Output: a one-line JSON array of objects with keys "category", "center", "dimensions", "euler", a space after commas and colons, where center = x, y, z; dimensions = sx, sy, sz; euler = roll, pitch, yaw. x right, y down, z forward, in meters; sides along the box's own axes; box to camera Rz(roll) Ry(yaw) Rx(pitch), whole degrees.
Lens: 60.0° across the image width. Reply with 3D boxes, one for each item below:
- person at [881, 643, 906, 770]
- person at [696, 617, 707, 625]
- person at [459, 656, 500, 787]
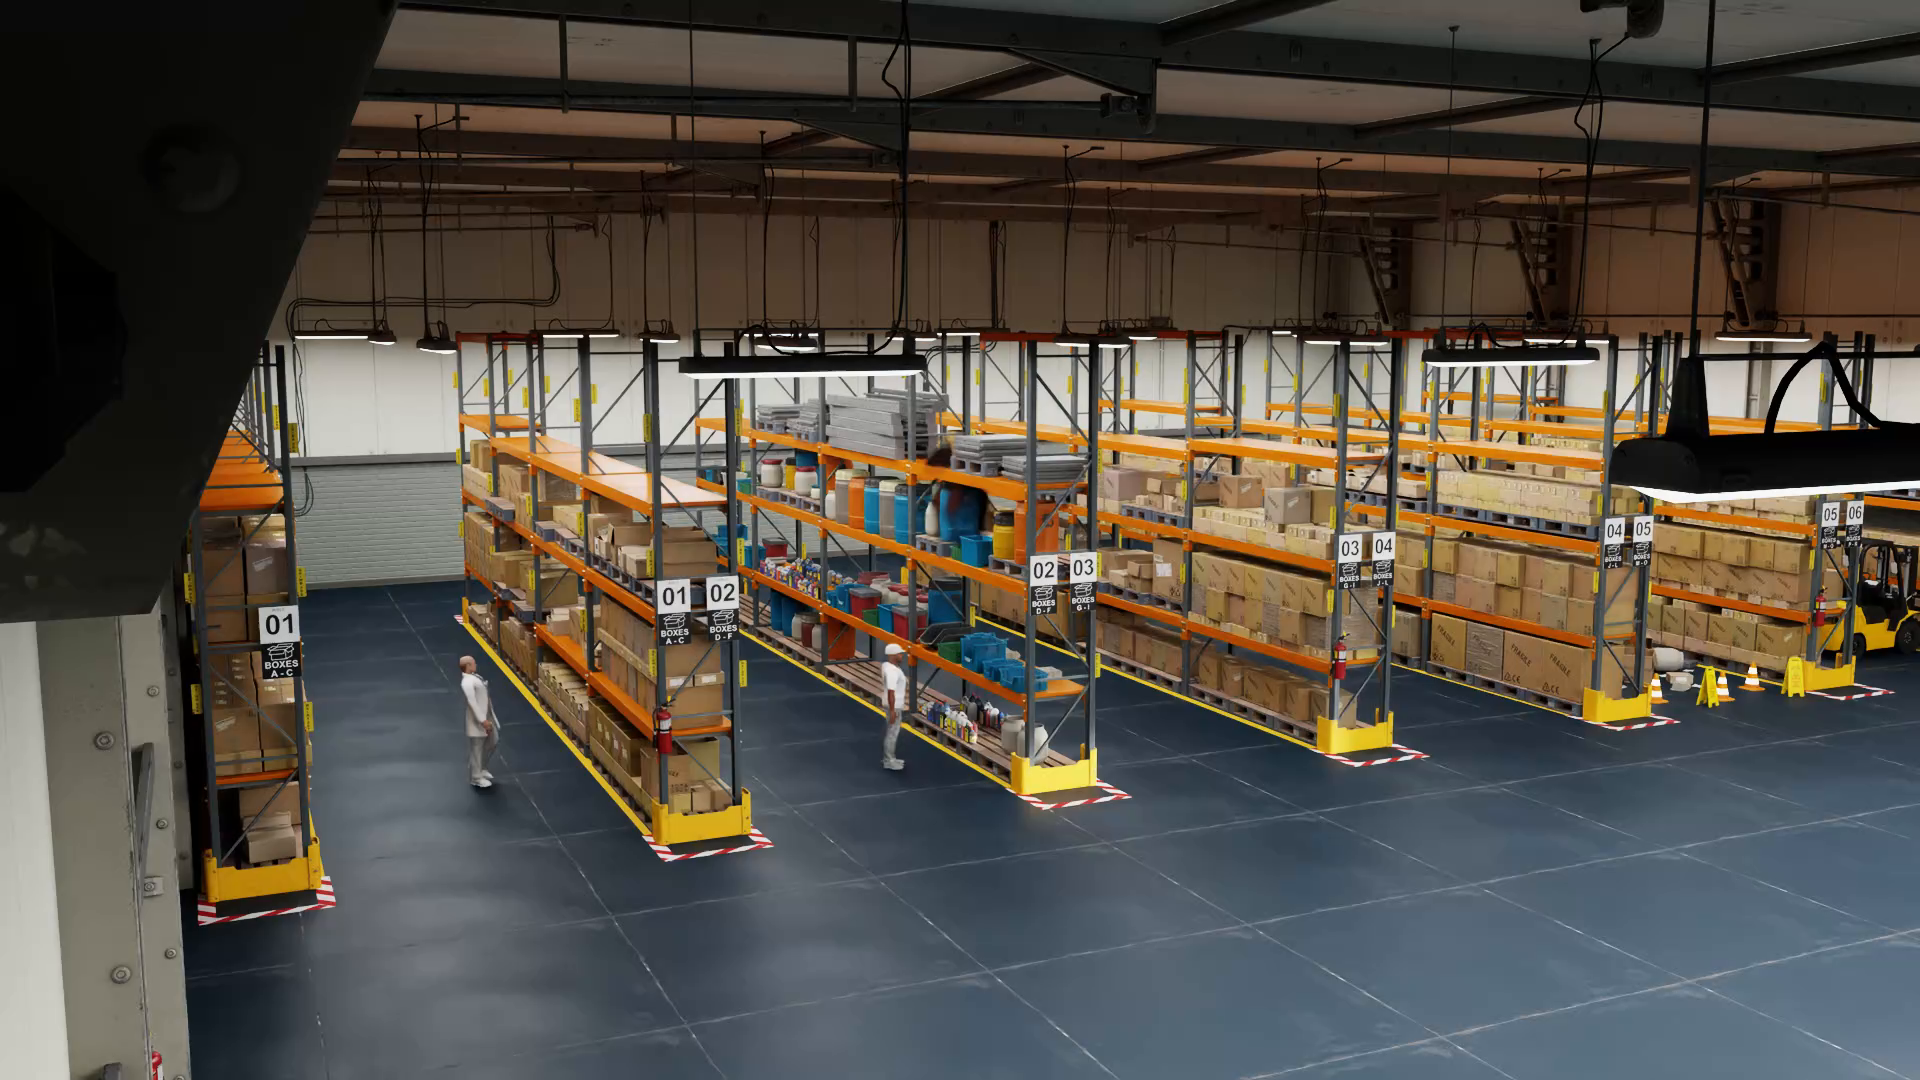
[{"category": "person", "center": [-0.925, 2.315, 23.254], "dimensions": [0.345, 1.770, 0.687], "euler": [-1, 8, -4]}, {"category": "person", "center": [-4.377, 1.728, 28.373], "dimensions": [0.568, 1.631, 0.960], "euler": [-4, 9, -25]}, {"category": "person", "center": [-6.495, 2.433, 22.513], "dimensions": [0.606, 1.777, 0.664], "euler": [2, 8, 15]}]
